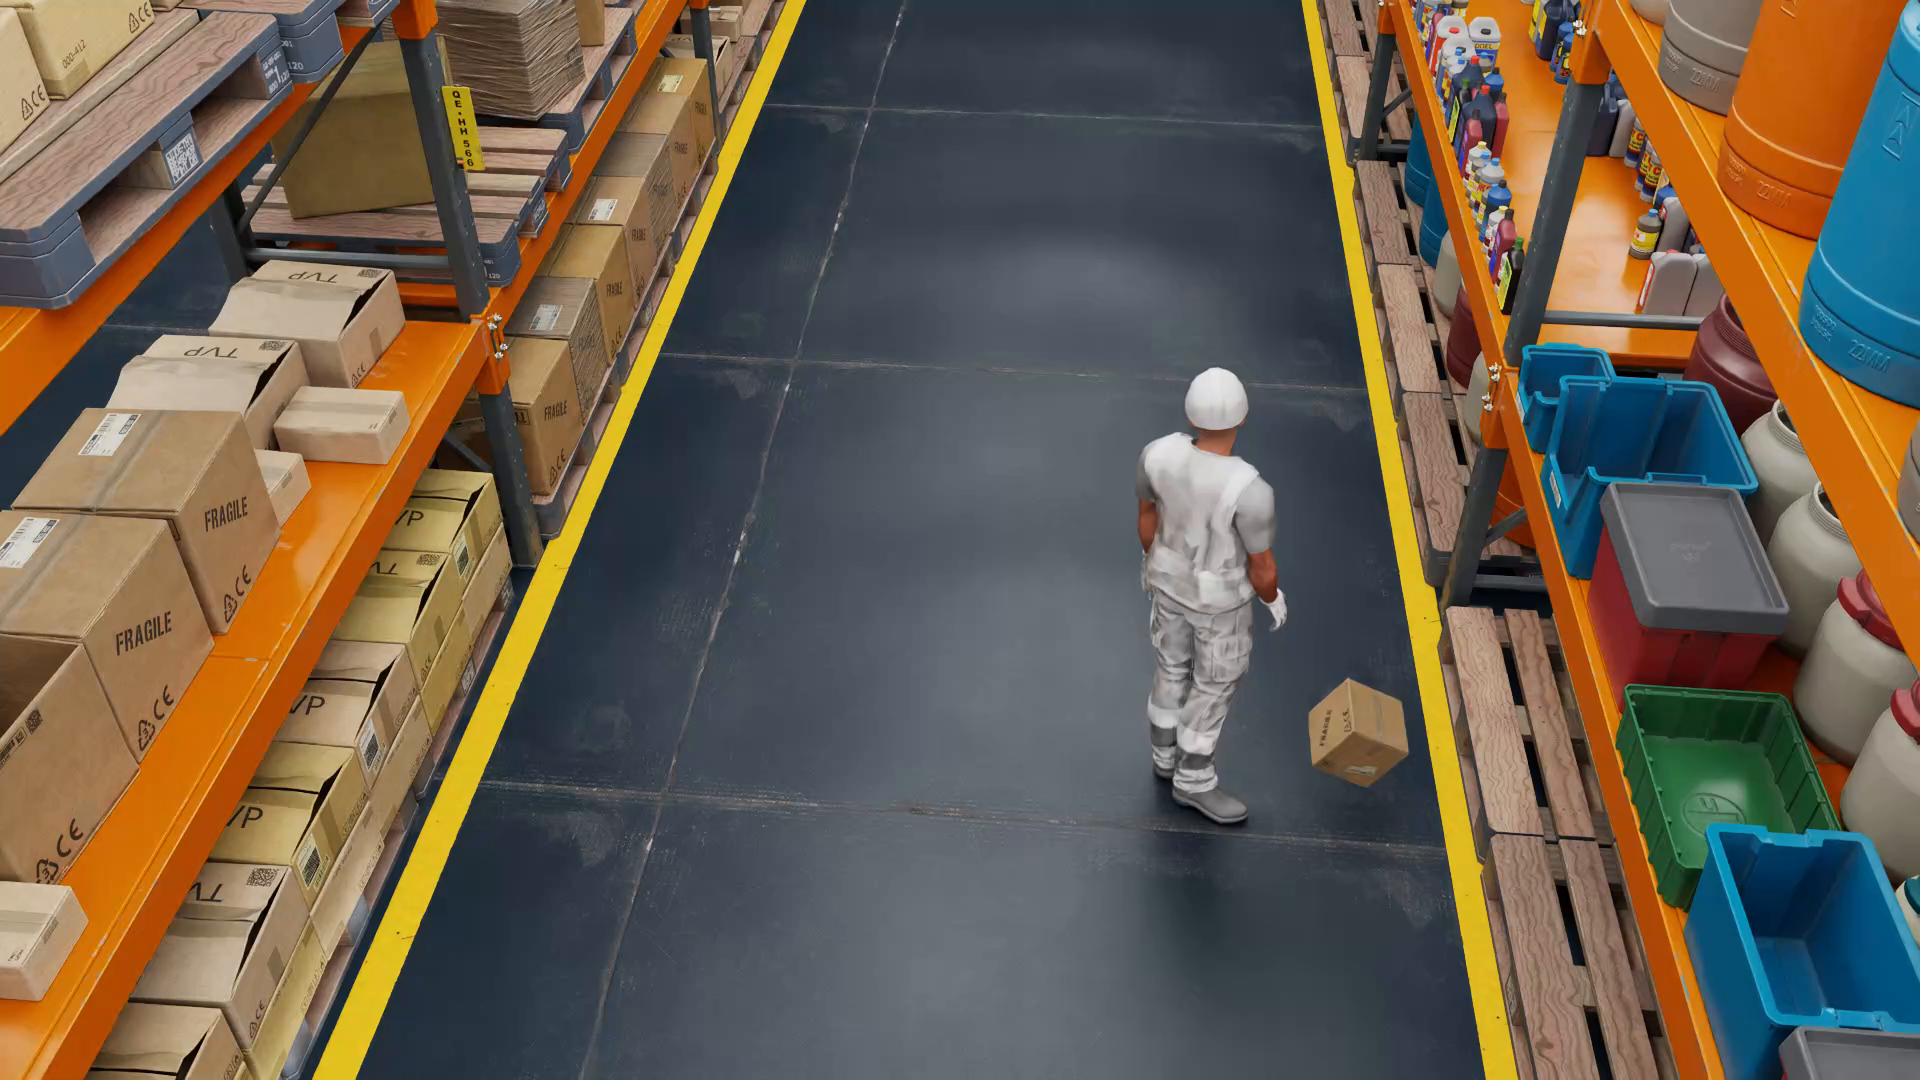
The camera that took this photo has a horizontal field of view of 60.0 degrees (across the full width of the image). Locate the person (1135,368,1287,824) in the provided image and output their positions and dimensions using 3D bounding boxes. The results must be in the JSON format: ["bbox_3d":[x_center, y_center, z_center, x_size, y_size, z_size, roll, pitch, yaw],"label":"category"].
[{"bbox_3d":[0.898,0.187,5.882,0.403,1.788,0.651,-31,49,-32],"label":"person"}]
